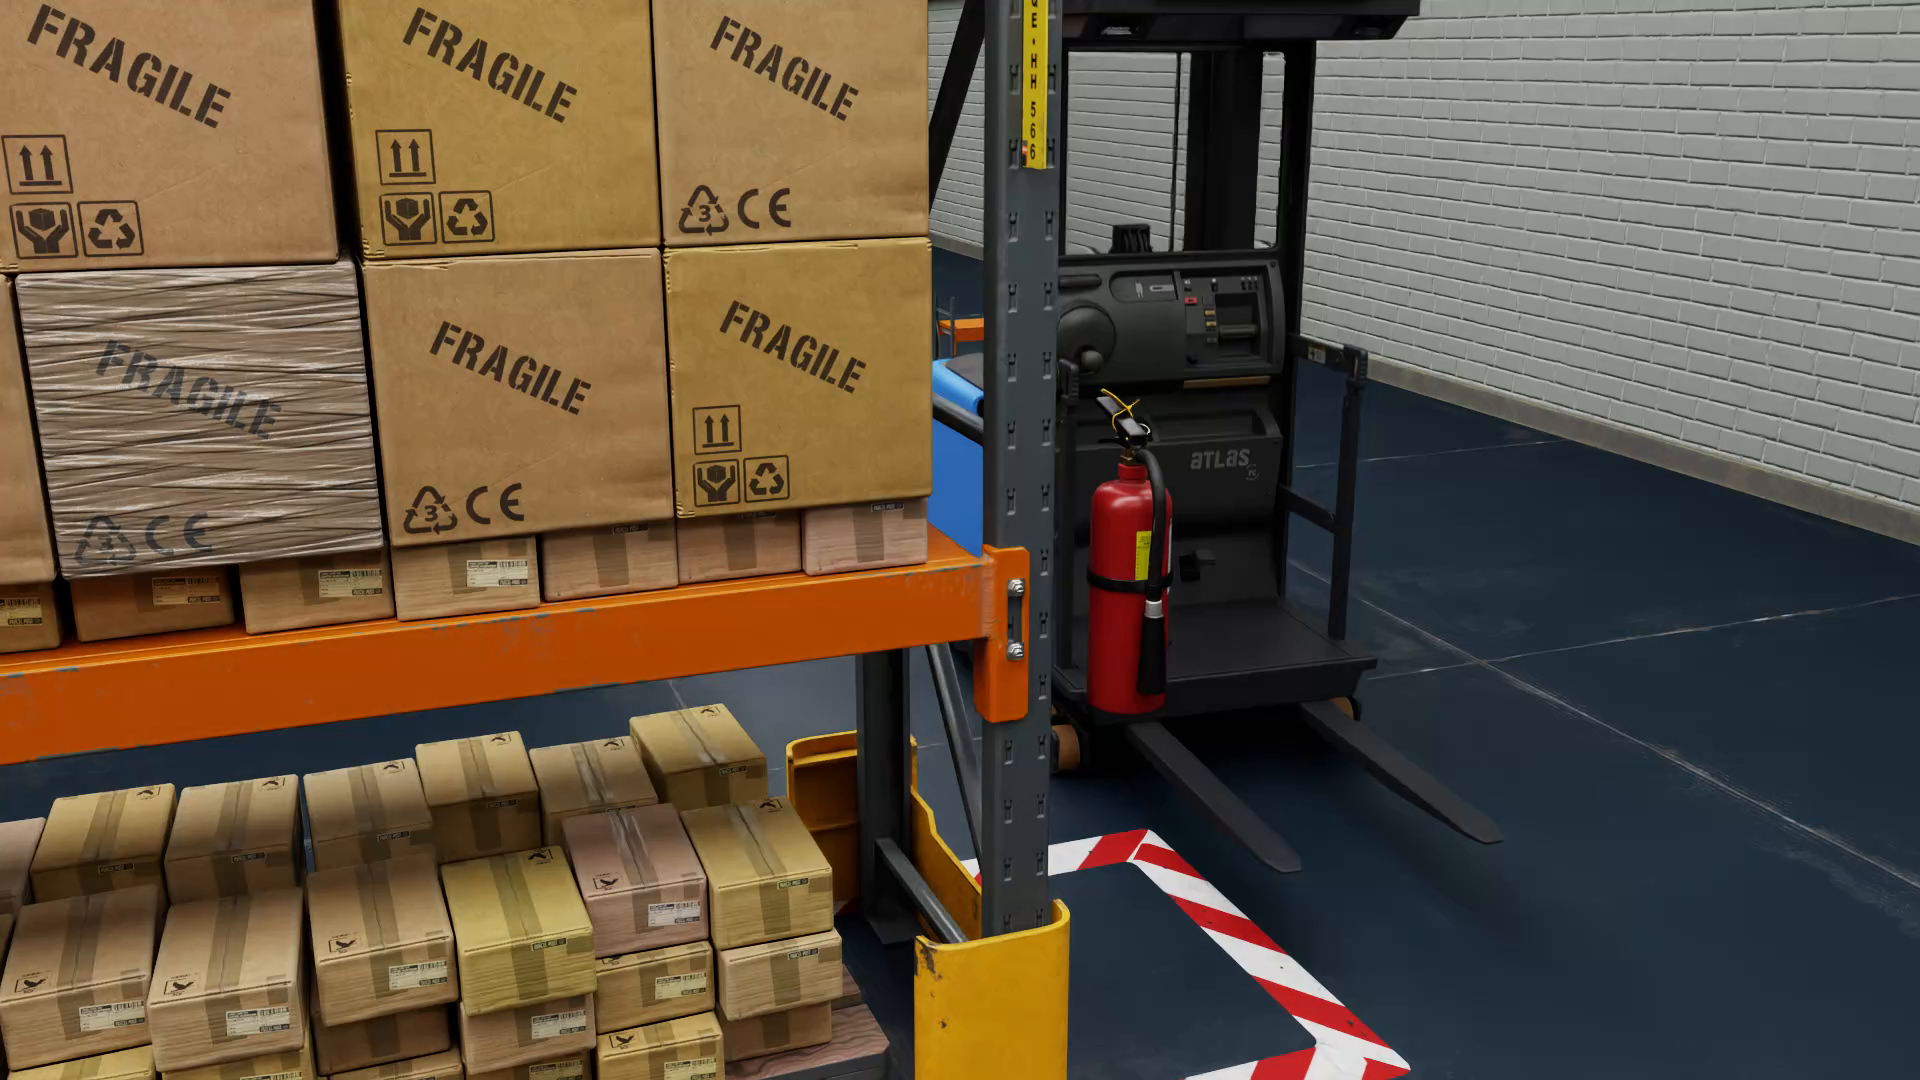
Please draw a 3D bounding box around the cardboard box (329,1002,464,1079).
[{"bbox_3d":[-1.167,1.072,3.440,0.250,0.149,0.380,-6,17,-20],"label":"cardboard box"}]

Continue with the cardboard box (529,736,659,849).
[{"bbox_3d":[-0.868,0.616,3.935,0.250,0.149,0.380,-6,17,-19],"label":"cardboard box"}]

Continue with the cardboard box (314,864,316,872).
[{"bbox_3d":[-1.375,0.779,3.907,0.250,0.149,0.380,-6,17,-18],"label":"cardboard box"}]

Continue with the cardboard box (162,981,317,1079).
[{"bbox_3d":[-1.397,0.973,3.249,0.250,0.149,0.380,-6,17,-19],"label":"cardboard box"}]

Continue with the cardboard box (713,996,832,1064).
[{"bbox_3d":[-0.460,0.987,3.729,0.250,0.149,0.380,-6,17,-19],"label":"cardboard box"}]

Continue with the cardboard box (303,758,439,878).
[{"bbox_3d":[-1.351,0.655,3.804,0.250,0.149,0.380,-7,18,-23],"label":"cardboard box"}]

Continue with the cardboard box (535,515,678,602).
[{"bbox_3d":[-0.720,-0.015,3.273,0.250,0.149,0.380,-6,18,-21],"label":"cardboard box"}]

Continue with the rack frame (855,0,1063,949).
[{"bbox_3d":[-0.043,-0.288,3.754,0.127,3.000,1.000,-6,17,-20],"label":"rack frame"}]

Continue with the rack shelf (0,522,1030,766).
[{"bbox_3d":[-1.910,0.259,3.169,4.000,0.370,1.077,-6,17,-20],"label":"rack shelf"}]

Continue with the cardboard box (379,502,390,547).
[{"bbox_3d":[-1.149,-0.109,3.591,0.250,0.149,0.380,-5,17,-17],"label":"cardboard box"}]

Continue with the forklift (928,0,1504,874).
[{"bbox_3d":[0.735,-0.758,5.479,1.130,2.935,3.031,-5,17,-16],"label":"forklift"}]

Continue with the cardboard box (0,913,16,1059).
[{"bbox_3d":[-1.914,0.865,3.086,0.250,0.149,0.380,-6,17,-20],"label":"cardboard box"}]

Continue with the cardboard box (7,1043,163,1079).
[{"bbox_3d":[-1.643,0.994,3.177,0.250,0.149,0.380,-5,17,-17],"label":"cardboard box"}]

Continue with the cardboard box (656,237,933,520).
[{"bbox_3d":[-0.370,-0.365,3.313,0.500,0.500,0.500,-6,17,-19],"label":"cardboard box"}]

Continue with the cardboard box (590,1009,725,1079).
[{"bbox_3d":[-0.664,1.039,3.550,0.250,0.149,0.380,-6,17,-18],"label":"cardboard box"}]

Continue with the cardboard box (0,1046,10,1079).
[{"bbox_3d":[-1.890,1.029,3.058,0.250,0.149,0.380,-6,17,-20],"label":"cardboard box"}]

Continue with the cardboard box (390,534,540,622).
[{"bbox_3d":[-0.950,0.016,3.165,0.250,0.149,0.380,-6,17,-19],"label":"cardboard box"}]

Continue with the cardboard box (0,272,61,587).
[{"bbox_3d":[-1.792,-0.214,2.796,0.500,0.500,0.500,-5,17,-17],"label":"cardboard box"}]

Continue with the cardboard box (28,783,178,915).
[{"bbox_3d":[-1.875,0.695,3.668,0.250,0.149,0.380,-6,17,-19],"label":"cardboard box"}]

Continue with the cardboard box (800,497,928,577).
[{"bbox_3d":[-0.246,-0.060,3.424,0.250,0.149,0.380,-6,17,-20],"label":"cardboard box"}]

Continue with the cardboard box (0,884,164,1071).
[{"bbox_3d":[-1.679,0.832,3.201,0.250,0.149,0.380,-7,18,-22],"label":"cardboard box"}]

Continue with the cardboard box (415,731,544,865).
[{"bbox_3d":[-1.149,0.608,3.963,0.250,0.149,0.380,-6,17,-20],"label":"cardboard box"}]

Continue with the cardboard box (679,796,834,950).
[{"bbox_3d":[-0.446,0.713,3.604,0.250,0.149,0.380,-6,17,-19],"label":"cardboard box"}]

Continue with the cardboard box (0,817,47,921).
[{"bbox_3d":[-2.076,0.745,3.496,0.250,0.149,0.380,-6,17,-20],"label":"cardboard box"}]

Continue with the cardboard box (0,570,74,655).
[{"bbox_3d":[-1.722,0.078,2.955,0.250,0.149,0.380,-6,17,-19],"label":"cardboard box"}]

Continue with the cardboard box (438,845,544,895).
[{"bbox_3d":[-1.097,0.782,3.898,0.250,0.149,0.380,-6,17,-19],"label":"cardboard box"}]

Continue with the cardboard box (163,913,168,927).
[{"bbox_3d":[-1.827,0.869,3.601,0.250,0.149,0.380,-5,17,-17],"label":"cardboard box"}]

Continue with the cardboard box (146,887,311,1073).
[{"bbox_3d":[-1.393,0.834,3.192,0.250,0.149,0.380,-5,17,-18],"label":"cardboard box"}]

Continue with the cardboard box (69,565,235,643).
[{"bbox_3d":[-1.480,0.047,3.061,0.250,0.149,0.380,-7,18,-22],"label":"cardboard box"}]

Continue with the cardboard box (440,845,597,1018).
[{"bbox_3d":[-0.898,0.783,3.367,0.250,0.149,0.380,-7,18,-21],"label":"cardboard box"}]

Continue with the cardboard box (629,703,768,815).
[{"bbox_3d":[-0.654,0.557,4.137,0.250,0.149,0.380,-7,18,-23],"label":"cardboard box"}]

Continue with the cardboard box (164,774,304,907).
[{"bbox_3d":[-1.613,0.680,3.717,0.250,0.149,0.380,-5,17,-18],"label":"cardboard box"}]

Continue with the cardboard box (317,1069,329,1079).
[{"bbox_3d":[-1.383,1.114,3.296,0.250,0.149,0.380,-7,18,-23],"label":"cardboard box"}]

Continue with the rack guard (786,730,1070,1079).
[{"bbox_3d":[-0.114,0.919,4.080,0.348,0.500,1.175,-6,17,-20],"label":"rack guard"}]

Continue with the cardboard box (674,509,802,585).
[{"bbox_3d":[-0.492,-0.045,3.373,0.250,0.149,0.380,-6,17,-20],"label":"cardboard box"}]

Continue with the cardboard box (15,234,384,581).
[{"bbox_3d":[-1.323,-0.261,2.958,0.500,0.500,0.500,-6,17,-20],"label":"cardboard box"}]

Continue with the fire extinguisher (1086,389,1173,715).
[{"bbox_3d":[0.358,0.024,3.491,0.183,0.674,0.296,-6,17,-20],"label":"fire extinguisher"}]

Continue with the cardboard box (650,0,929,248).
[{"bbox_3d":[-0.381,-0.847,3.177,0.500,0.500,0.500,-7,18,-21],"label":"cardboard box"}]

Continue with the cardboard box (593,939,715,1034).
[{"bbox_3d":[-0.697,0.876,3.576,0.250,0.149,0.380,-7,18,-21],"label":"cardboard box"}]

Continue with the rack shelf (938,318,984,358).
[{"bbox_3d":[0.155,-0.969,7.875,0.480,0.148,0.258,-6,17,-20],"label":"rack shelf"}]

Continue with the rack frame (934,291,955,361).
[{"bbox_3d":[-0.073,-0.568,7.902,0.015,1.200,0.240,-6,17,-20],"label":"rack frame"}]

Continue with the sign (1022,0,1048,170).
[{"bbox_3d":[0.137,-0.847,3.042,0.005,0.325,0.100,-6,17,-20],"label":"sign"}]

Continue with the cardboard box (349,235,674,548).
[{"bbox_3d":[-0.853,-0.315,3.141,0.500,0.500,0.500,-6,18,-21],"label":"cardboard box"}]

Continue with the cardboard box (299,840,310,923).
[{"bbox_3d":[-1.589,0.831,3.731,0.250,0.149,0.380,-7,18,-23],"label":"cardboard box"}]

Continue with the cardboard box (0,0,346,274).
[{"bbox_3d":[-1.337,-0.741,2.817,0.500,0.500,0.500,-5,17,-17],"label":"cardboard box"}]

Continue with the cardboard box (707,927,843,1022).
[{"bbox_3d":[-0.433,0.864,3.618,0.250,0.149,0.380,-7,18,-22],"label":"cardboard box"}]

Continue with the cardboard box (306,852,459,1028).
[{"bbox_3d":[-1.162,0.792,3.334,0.250,0.149,0.380,-7,18,-22],"label":"cardboard box"}]

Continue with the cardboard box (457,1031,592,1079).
[{"bbox_3d":[-0.941,1.043,3.537,0.250,0.149,0.380,-6,17,-20],"label":"cardboard box"}]

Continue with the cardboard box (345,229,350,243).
[{"bbox_3d":[-1.052,-0.445,3.585,0.500,0.500,0.500,-6,17,-20],"label":"cardboard box"}]

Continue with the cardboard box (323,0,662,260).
[{"bbox_3d":[-0.854,-0.795,3.003,0.500,0.500,0.500,-7,18,-22],"label":"cardboard box"}]

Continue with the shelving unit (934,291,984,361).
[{"bbox_3d":[0.155,-0.592,7.986,0.503,1.200,0.258,-6,17,-20],"label":"shelving unit"}]

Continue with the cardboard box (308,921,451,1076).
[{"bbox_3d":[-1.206,0.917,3.438,0.250,0.149,0.380,-6,18,-21],"label":"cardboard box"}]

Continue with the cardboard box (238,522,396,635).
[{"bbox_3d":[-1.207,0.035,3.100,0.250,0.149,0.380,-7,18,-23],"label":"cardboard box"}]

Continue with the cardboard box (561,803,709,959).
[{"bbox_3d":[-0.702,0.724,3.569,0.250,0.149,0.380,-6,17,-19],"label":"cardboard box"}]

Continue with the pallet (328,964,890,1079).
[{"bbox_3d":[-0.885,1.131,3.874,1.213,0.211,1.003,-6,17,-20],"label":"pallet"}]

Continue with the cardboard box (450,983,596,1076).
[{"bbox_3d":[-0.918,0.917,3.438,0.250,0.149,0.380,-7,18,-22],"label":"cardboard box"}]
